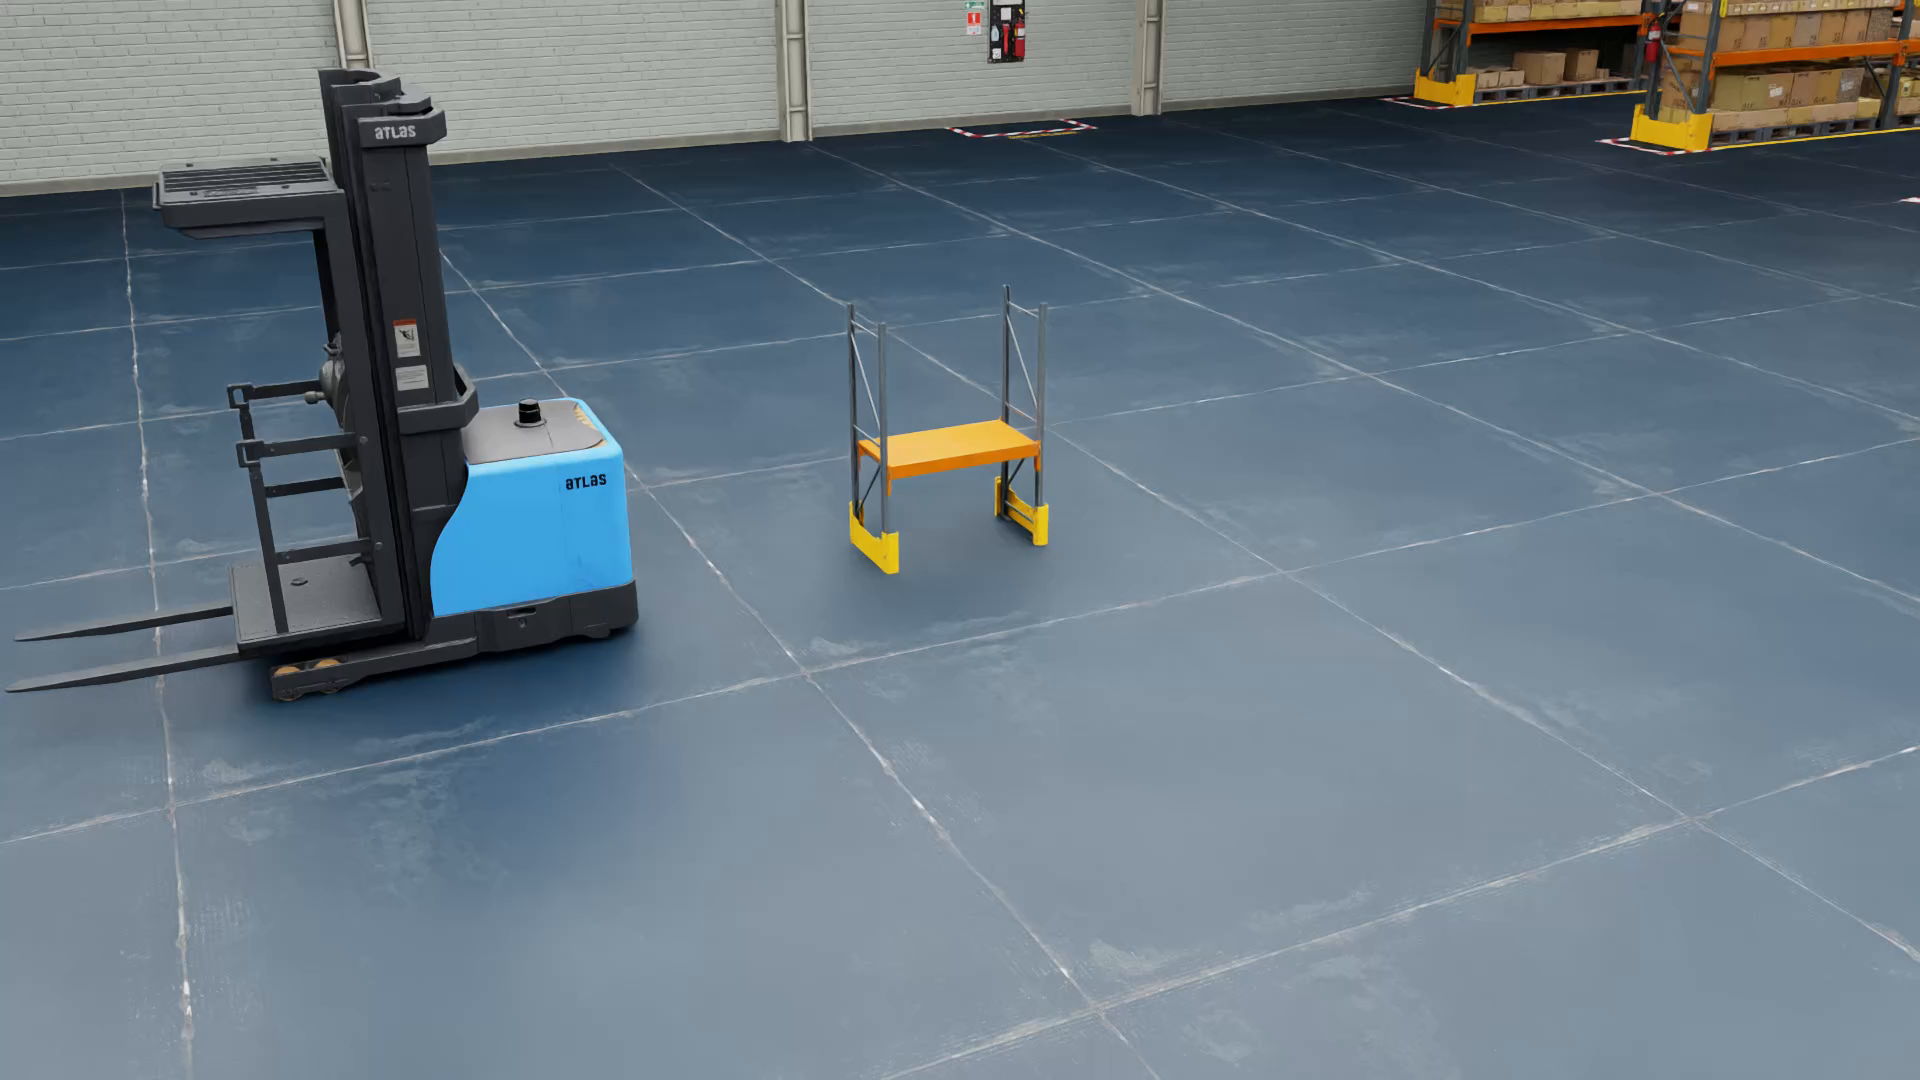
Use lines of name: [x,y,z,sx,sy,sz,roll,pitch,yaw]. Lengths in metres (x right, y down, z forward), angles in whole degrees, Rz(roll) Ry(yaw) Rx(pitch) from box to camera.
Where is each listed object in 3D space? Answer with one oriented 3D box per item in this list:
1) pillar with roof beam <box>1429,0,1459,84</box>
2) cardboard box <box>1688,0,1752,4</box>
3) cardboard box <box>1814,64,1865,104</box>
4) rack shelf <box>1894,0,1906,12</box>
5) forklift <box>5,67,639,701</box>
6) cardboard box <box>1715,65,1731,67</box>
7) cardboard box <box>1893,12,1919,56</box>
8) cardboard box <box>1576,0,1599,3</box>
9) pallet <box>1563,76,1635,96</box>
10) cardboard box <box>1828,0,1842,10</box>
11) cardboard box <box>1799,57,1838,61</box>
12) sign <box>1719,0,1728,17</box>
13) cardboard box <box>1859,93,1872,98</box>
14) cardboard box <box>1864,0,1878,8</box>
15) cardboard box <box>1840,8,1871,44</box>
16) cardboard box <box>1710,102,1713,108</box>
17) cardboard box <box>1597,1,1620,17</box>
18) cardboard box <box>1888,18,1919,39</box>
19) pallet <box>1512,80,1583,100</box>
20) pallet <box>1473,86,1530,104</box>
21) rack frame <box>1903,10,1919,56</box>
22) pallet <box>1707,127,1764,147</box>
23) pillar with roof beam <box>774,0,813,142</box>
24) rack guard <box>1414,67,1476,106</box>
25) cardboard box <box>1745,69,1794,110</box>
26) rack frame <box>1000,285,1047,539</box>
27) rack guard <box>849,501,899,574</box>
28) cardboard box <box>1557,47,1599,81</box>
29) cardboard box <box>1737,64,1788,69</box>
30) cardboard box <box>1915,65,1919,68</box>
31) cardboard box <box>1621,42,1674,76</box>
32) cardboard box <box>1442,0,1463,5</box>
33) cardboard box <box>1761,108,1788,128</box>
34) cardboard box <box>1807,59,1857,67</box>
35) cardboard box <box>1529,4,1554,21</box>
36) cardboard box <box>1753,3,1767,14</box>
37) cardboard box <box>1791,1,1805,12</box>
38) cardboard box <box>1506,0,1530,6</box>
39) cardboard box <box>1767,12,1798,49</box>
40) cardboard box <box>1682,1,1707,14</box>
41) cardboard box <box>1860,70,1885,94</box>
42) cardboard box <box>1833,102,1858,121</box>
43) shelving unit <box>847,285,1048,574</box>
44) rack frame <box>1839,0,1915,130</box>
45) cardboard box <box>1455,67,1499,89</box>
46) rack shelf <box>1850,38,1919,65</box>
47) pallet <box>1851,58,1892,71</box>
pillar with roof beam: [10.271,-10.549,23.969,0.400,9.000,9.100,-10,25,-24]
cardboard box: [10.774,-7.868,23.508,0.500,0.500,0.700,-10,25,-23]
cardboard box: [13.126,-6.843,24.924,0.500,0.500,0.500,-10,25,-24]
rack shelf: [17.159,-10.173,31.845,4.000,0.370,1.077,-10,25,-24]
forklift: [-3.307,-0.781,8.306,3.031,2.935,1.130,-10,24,-22]
cardboard box: [13.781,-8.947,30.635,0.500,0.500,0.700,-11,25,-24]
cardboard box: [18.432,-9.885,32.471,0.750,0.750,0.750,-10,25,-23]
cardboard box: [10.555,-9.447,28.340,0.500,0.500,0.500,-11,25,-25]
pallet: [11.163,-8.098,29.538,1.213,0.211,1.003,-10,25,-24]
cardboard box: [12.608,-7.821,24.242,0.250,0.149,0.380,-10,24,-22]
cardboard box: [16.077,-9.451,31.422,0.750,0.750,0.750,-11,25,-24]
sign: [10.536,-7.384,22.932,0.005,0.325,0.100,-10,25,-24]
cardboard box: [14.153,-6.896,26.033,0.500,0.250,0.500,-11,25,-24]
cardboard box: [13.294,-7.946,24.545,0.250,0.149,0.380,-11,25,-25]
cardboard box: [13.035,-7.684,24.761,0.500,0.500,0.700,-11,25,-24]
cardboard box: [11.101,-6.342,24.694,0.500,0.250,0.500,-10,25,-24]
cardboard box: [11.005,-9.187,28.693,0.500,0.250,0.500,-10,25,-23]
cardboard box: [14.329,-7.831,25.443,0.500,0.250,0.500,-9,24,-20]
pallet: [10.062,-7.894,29.045,1.213,0.211,1.003,-10,25,-24]
pallet: [8.965,-7.693,28.560,1.213,0.211,1.003,-10,25,-24]
rack frame: [18.961,-10.837,32.509,0.127,3.000,1.000,-10,25,-24]
pallet: [10.971,-5.993,24.452,1.213,0.211,1.003,-10,25,-24]
pillar with roof beam: [-0.541,-8.559,19.160,0.400,9.000,9.100,-10,25,-24]
rack guard: [8.217,-7.704,28.209,0.348,0.500,1.175,-10,25,-24]
cardboard box: [11.775,-6.593,24.322,0.500,0.500,0.500,-10,25,-24]
rack frame: [0.381,-0.763,10.133,0.032,1.500,0.500,-10,25,-24]
rack guard: [-0.517,-0.020,9.972,0.087,0.250,0.587,-10,25,-24]
cardboard box: [10.835,-8.373,29.248,0.500,0.500,0.500,-12,26,-28]
cardboard box: [12.000,-6.855,24.954,0.500,0.500,0.500,-10,25,-24]
cardboard box: [15.516,-7.405,26.530,0.500,0.311,0.500,-11,25,-24]
cardboard box: [12.409,-8.686,30.006,0.500,0.500,0.700,-10,24,-22]
cardboard box: [8.481,-9.285,27.947,0.500,0.500,0.500,-11,25,-24]
cardboard box: [11.780,-6.243,24.456,0.500,0.250,0.500,-10,25,-24]
cardboard box: [13.351,-7.105,25.557,0.500,0.500,0.500,-10,25,-24]
cardboard box: [9.649,-8.932,28.075,0.500,0.250,0.500,-11,25,-24]
cardboard box: [11.210,-7.563,23.619,0.250,0.149,0.380,-10,25,-23]
cardboard box: [11.907,-7.691,23.930,0.250,0.149,0.380,-11,25,-24]
cardboard box: [9.159,-9.187,27.712,0.500,0.500,0.500,-10,25,-23]
cardboard box: [11.648,-7.428,24.143,0.500,0.500,0.700,-10,25,-23]
cardboard box: [10.562,-7.615,23.746,0.250,0.149,0.380,-11,25,-25]
cardboard box: [14.145,-7.152,25.919,0.500,0.311,0.500,-10,25,-24]
cardboard box: [13.127,-6.495,25.066,0.500,0.250,0.500,-10,25,-24]
shelving unit: [-0.069,-0.680,9.933,1.083,1.500,0.587,-10,25,-24]
rack frame: [13.905,-7.804,25.180,0.127,3.000,1.000,-10,25,-24]
cardboard box: [8.811,-7.891,28.332,0.500,0.311,0.500,-14,26,-30]
rack shelf: [15.707,-7.803,26.119,4.000,0.370,1.077,-10,25,-24]
pallet: [17.198,-9.191,32.178,1.213,0.211,1.003,-10,25,-24]
